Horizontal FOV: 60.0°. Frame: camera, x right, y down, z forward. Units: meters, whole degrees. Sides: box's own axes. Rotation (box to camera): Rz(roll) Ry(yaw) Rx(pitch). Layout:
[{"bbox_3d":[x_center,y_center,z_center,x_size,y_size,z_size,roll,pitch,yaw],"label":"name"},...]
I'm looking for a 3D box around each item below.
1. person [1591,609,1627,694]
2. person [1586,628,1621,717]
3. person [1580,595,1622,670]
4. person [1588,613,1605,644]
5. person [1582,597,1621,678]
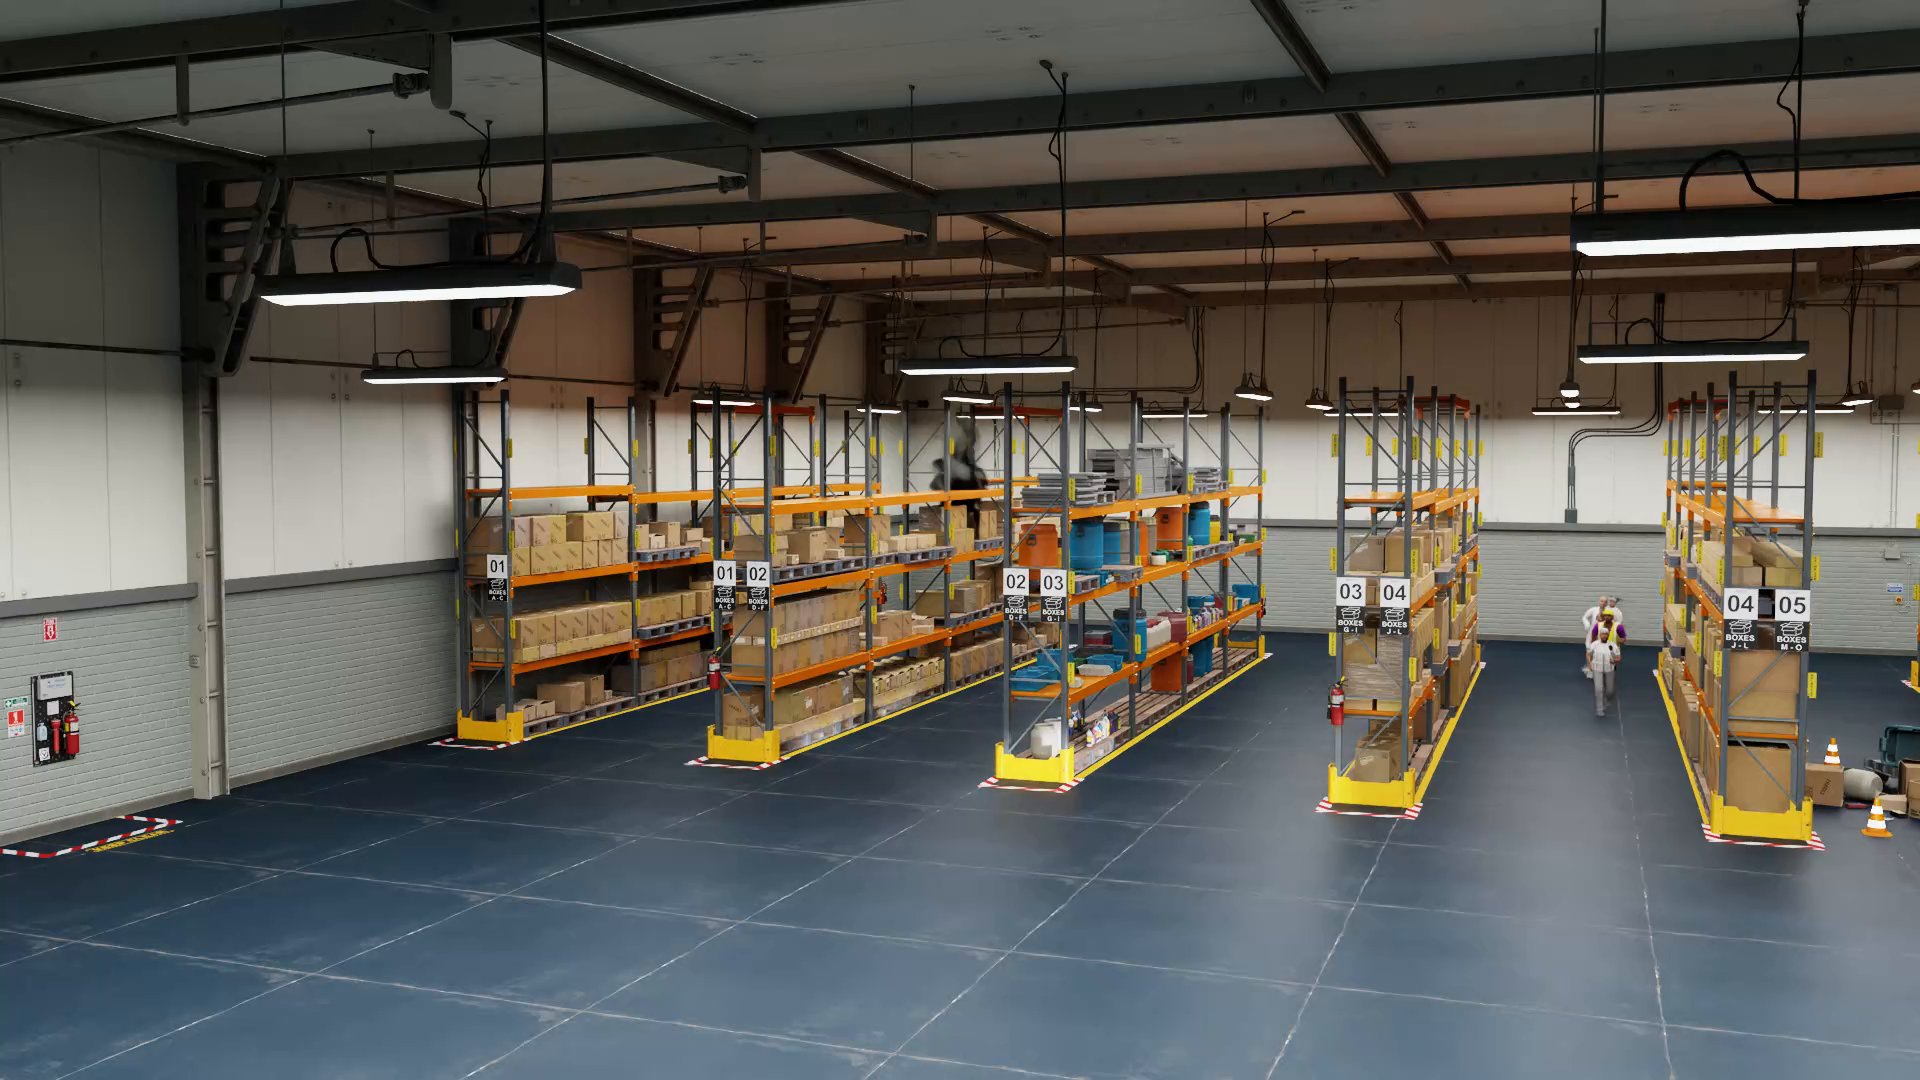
[{"bbox_3d":[13.139,2.271,33.696,0.674,1.732,0.628,1,3,22],"label":"person"},{"bbox_3d":[12.088,2.464,31.251,0.620,1.632,0.803,1,3,18],"label":"person"},{"bbox_3d":[14.434,2.102,37.331,0.625,1.765,0.792,-1,3,-23],"label":"person"},{"bbox_3d":[13.512,2.310,34.993,0.559,1.563,0.607,2,4,31],"label":"person"},{"bbox_3d":[14.029,2.135,36.451,0.769,1.801,0.745,2,4,35],"label":"person"}]
